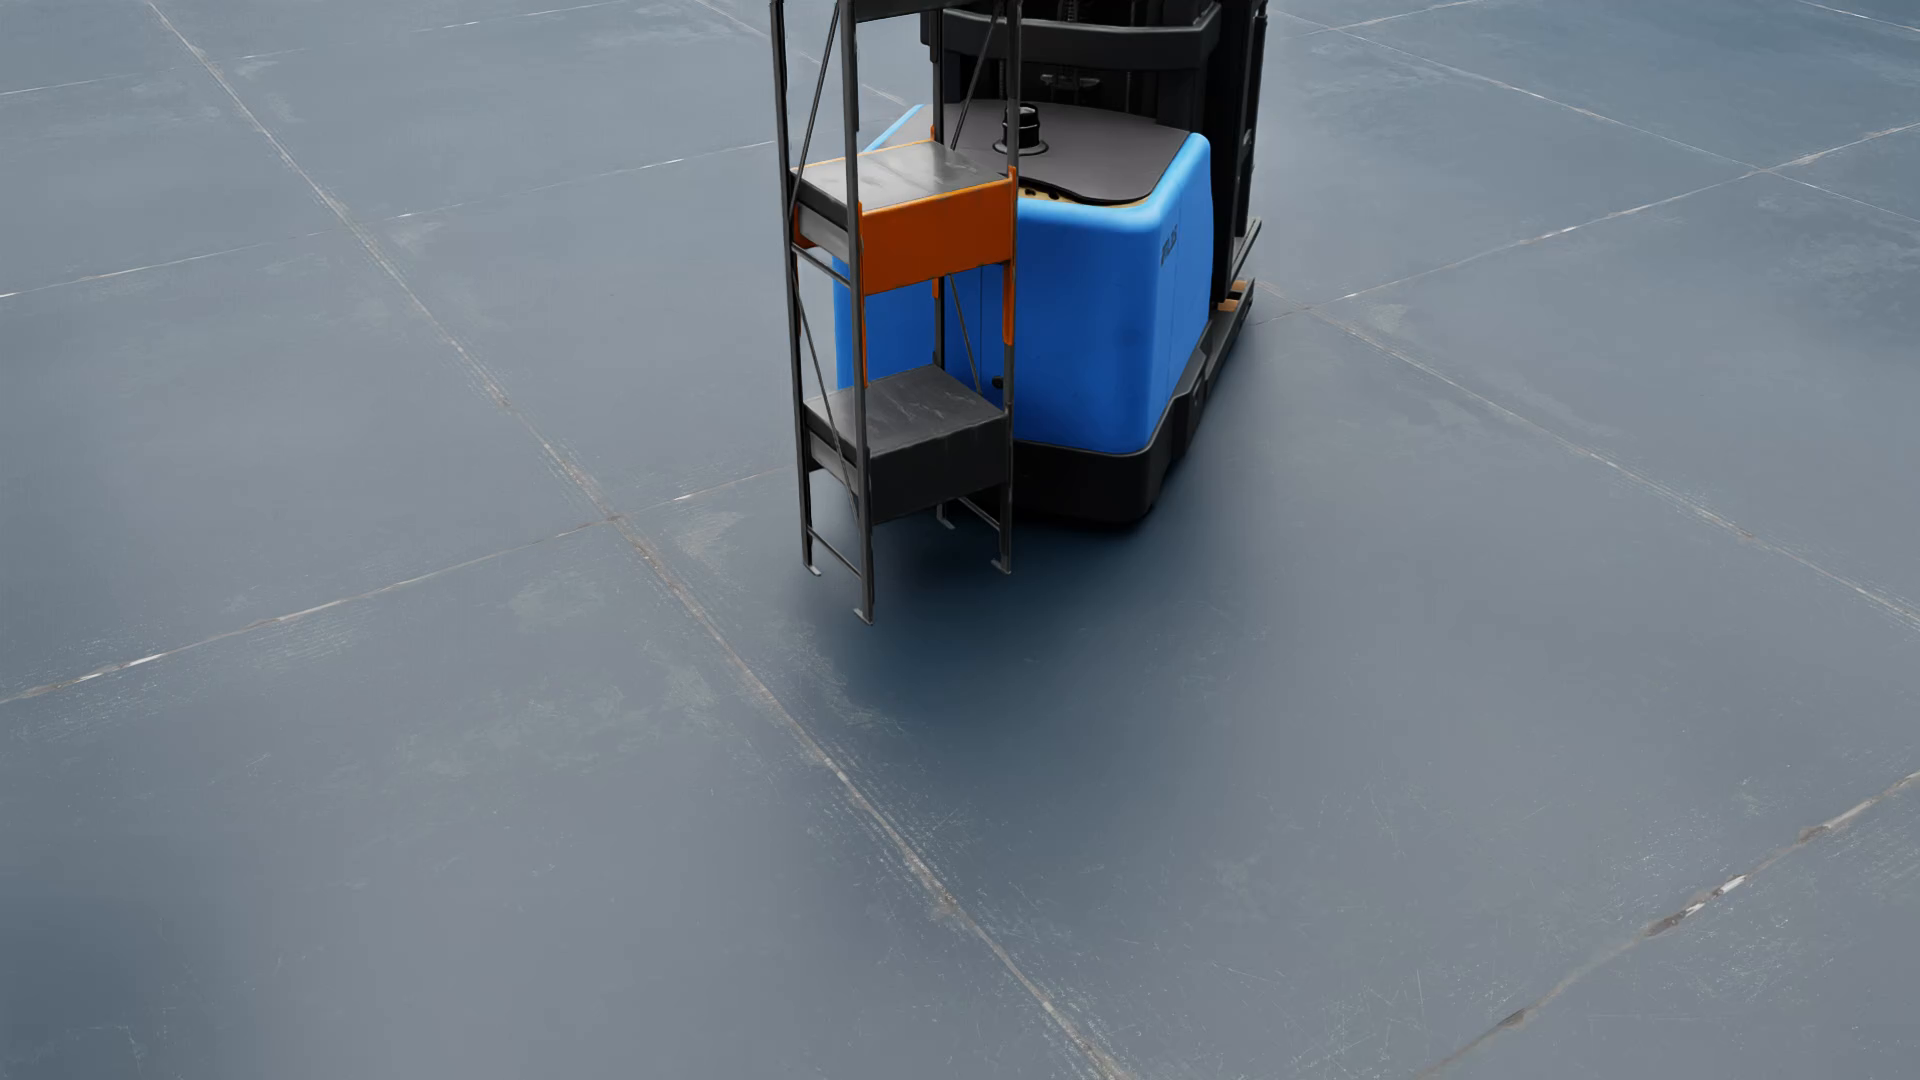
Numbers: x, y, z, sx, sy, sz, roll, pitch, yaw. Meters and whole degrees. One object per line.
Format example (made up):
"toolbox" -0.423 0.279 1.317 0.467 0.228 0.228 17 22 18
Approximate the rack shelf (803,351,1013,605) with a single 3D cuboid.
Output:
"rack shelf" -0.164 -0.193 4.925 0.480 0.518 0.431 -19 37 -28

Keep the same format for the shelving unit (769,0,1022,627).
"shelving unit" -0.164 -0.796 4.545 0.503 2.100 0.431 -19 37 -28

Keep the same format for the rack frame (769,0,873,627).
"rack frame" -0.369 -0.725 4.432 0.015 2.100 0.400 -19 37 -28

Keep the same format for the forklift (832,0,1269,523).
"forklift" 0.537 -2.070 5.785 1.130 2.935 3.031 10 34 15

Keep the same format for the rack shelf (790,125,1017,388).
"rack shelf" -0.164 -0.785 4.552 0.480 0.518 0.431 -19 37 -28

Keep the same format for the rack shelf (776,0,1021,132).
"rack shelf" -0.164 -1.377 4.178 0.480 0.518 0.431 -19 37 -28

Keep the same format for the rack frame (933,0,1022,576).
"rack frame" 0.040 -0.868 4.657 0.015 2.100 0.400 -19 37 -28
